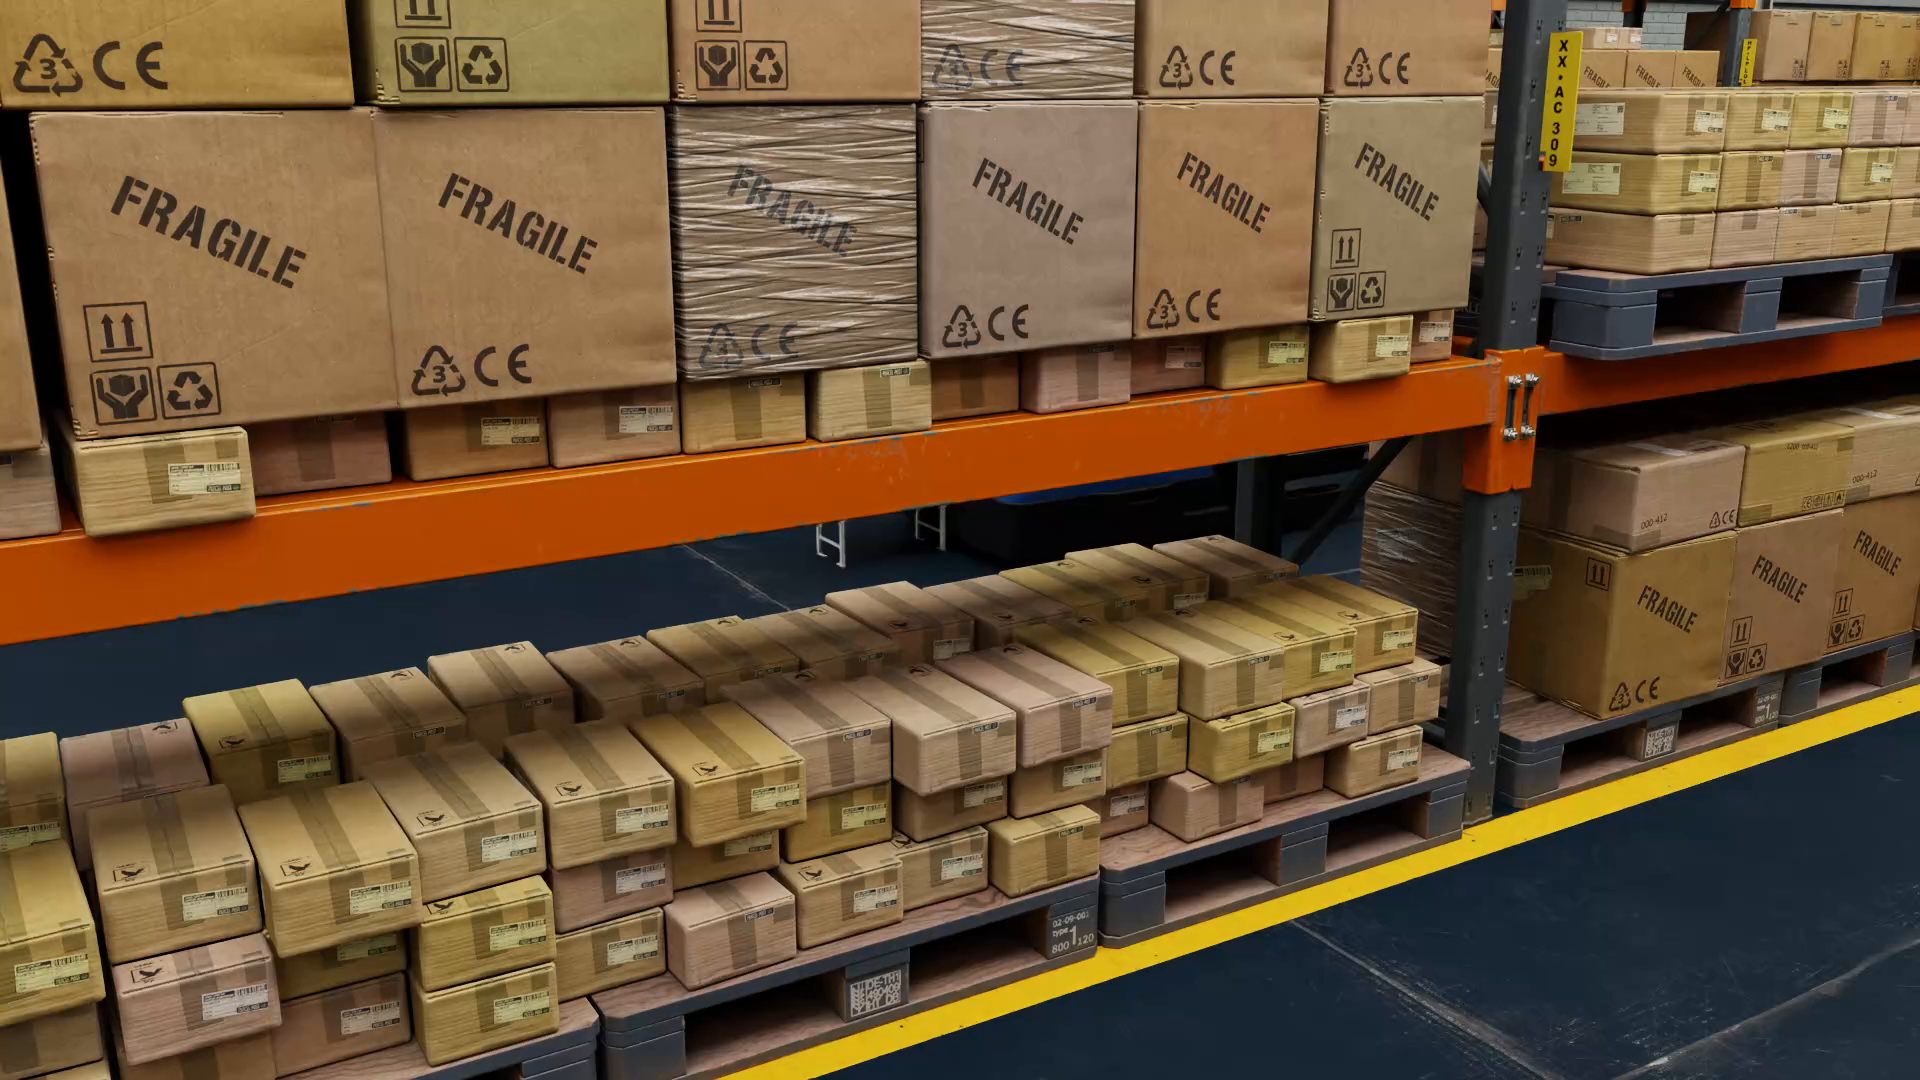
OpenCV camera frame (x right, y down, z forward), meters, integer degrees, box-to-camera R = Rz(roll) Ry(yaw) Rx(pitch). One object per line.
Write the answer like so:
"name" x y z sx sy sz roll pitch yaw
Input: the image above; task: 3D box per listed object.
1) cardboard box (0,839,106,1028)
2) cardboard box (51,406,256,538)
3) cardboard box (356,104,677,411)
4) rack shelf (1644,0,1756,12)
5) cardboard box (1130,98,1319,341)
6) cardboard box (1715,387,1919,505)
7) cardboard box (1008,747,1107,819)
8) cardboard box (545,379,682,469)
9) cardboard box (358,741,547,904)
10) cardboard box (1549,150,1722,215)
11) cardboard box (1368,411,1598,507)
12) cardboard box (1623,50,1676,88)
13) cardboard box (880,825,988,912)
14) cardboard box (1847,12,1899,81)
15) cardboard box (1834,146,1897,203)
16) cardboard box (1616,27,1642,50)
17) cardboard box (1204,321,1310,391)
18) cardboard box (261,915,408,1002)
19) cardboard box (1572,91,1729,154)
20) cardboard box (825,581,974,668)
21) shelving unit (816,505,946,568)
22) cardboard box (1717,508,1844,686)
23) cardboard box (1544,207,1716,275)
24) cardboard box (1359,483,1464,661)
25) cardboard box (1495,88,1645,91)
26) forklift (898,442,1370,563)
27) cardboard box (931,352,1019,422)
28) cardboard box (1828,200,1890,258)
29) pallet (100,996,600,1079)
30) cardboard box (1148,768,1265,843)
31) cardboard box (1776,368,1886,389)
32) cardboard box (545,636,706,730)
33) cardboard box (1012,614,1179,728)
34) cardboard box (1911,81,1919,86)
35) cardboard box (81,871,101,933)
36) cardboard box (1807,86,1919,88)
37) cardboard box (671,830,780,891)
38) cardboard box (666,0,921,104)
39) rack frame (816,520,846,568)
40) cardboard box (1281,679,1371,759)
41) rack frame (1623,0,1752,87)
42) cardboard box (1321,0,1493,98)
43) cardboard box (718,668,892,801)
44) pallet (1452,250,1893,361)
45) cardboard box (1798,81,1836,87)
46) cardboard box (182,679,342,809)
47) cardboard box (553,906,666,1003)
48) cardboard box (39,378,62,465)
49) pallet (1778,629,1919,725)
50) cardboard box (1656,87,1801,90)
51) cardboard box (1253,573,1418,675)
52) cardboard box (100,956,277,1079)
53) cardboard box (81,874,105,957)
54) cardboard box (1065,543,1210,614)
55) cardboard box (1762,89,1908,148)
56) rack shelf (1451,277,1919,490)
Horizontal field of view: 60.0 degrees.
"cardboard box" -1.635 0.675 2.845 0.250 0.149 0.380 -10 19 -32
"cardboard box" -1.357 -0.133 2.791 0.250 0.149 0.380 -10 18 -31
"cardboard box" -0.860 -0.550 3.078 0.500 0.500 0.500 -9 18 -29
"rack shelf" 7.106 -4.390 13.288 4.000 0.370 1.077 -9 18 -30
"cardboard box" 0.455 -0.757 3.818 0.500 0.500 0.500 -10 18 -31
"cardboard box" 2.834 -0.316 5.445 0.500 0.250 0.500 -8 18 -28
"cardboard box" 0.144 0.508 3.993 0.250 0.149 0.380 -9 18 -28
"cardboard box" -0.735 -0.260 3.246 0.250 0.149 0.380 -10 18 -31
"cardboard box" -1.009 0.550 3.292 0.250 0.149 0.380 -10 19 -32
"cardboard box" 1.744 -0.943 4.354 0.250 0.149 0.380 -9 18 -29
"cardboard box" 1.678 -0.292 5.359 0.500 0.250 0.500 -10 18 -31
"cardboard box" 4.689 -3.221 11.828 0.500 0.500 0.500 -9 18 -29
"cardboard box" -0.136 0.698 3.867 0.250 0.149 0.380 -9 18 -29
"cardboard box" 6.774 -3.827 12.917 0.500 0.500 0.700 -10 18 -31
"cardboard box" 2.409 -1.052 4.742 0.250 0.149 0.380 -10 19 -32
"cardboard box" 4.528 -3.505 11.638 0.250 0.149 0.380 -10 18 -31
"cardboard box" 0.621 -0.471 4.000 0.250 0.149 0.380 -8 18 -28
"cardboard box" -1.250 0.720 3.237 0.250 0.149 0.380 -9 18 -29
"cardboard box" 1.744 -1.087 4.314 0.250 0.149 0.380 -8 18 -27
"cardboard box" -0.162 0.243 4.389 0.250 0.149 0.380 -9 18 -29
"shelving unit" -0.340 -0.523 7.051 0.503 1.200 0.258 -9 18 -30
"cardboard box" 2.392 0.116 5.293 0.500 0.500 0.500 -8 18 -27
"cardboard box" 1.744 -0.800 4.394 0.250 0.149 0.380 -10 19 -32
"cardboard box" 1.675 0.070 5.457 0.500 0.500 0.500 -10 18 -31
"cardboard box" 1.866 -1.312 5.119 0.250 0.149 0.380 -10 18 -31
"forklift" 1.237 -1.577 7.606 3.031 2.935 1.130 -9 18 -30
"cardboard box" -0.076 -0.374 3.650 0.250 0.149 0.380 -10 18 -31
"cardboard box" 2.411 -0.909 4.781 0.250 0.149 0.380 -9 18 -29
"pallet" -1.479 1.013 3.406 1.213 0.211 1.003 -9 18 -30
"cardboard box" 0.550 0.602 4.210 0.250 0.149 0.380 -10 18 -32
"cardboard box" 3.017 -0.510 6.136 0.500 0.250 0.500 -9 18 -29
"cardboard box" -0.795 0.368 3.942 0.250 0.149 0.380 -10 18 -32
"cardboard box" 0.328 0.322 4.105 0.250 0.149 0.380 -9 18 -28
"cardboard box" 7.635 -3.485 13.548 0.500 0.500 0.500 -9 18 -30
"cardboard box" -1.702 0.649 3.488 0.250 0.149 0.380 -10 18 -31
"cardboard box" 3.203 -1.529 5.893 0.250 0.149 0.380 -8 18 -27
"cardboard box" -0.584 0.603 3.654 0.250 0.149 0.380 -8 18 -27
"cardboard box" -0.416 -1.099 3.183 0.500 0.500 0.500 -10 18 -31
"rack frame" -0.550 -0.489 6.930 0.015 1.200 0.240 -9 18 -30
"cardboard box" 0.838 0.415 4.326 0.250 0.149 0.380 -10 19 -32
"rack frame" 5.391 -3.014 12.604 0.127 3.000 1.000 -9 18 -30
"cardboard box" 0.906 -1.315 3.957 0.500 0.500 0.500 -10 18 -32
"cardboard box" -0.351 0.431 3.718 0.250 0.149 0.380 -9 18 -30
"pallet" 1.900 -0.751 4.886 1.213 0.211 1.003 -9 18 -30
"cardboard box" 6.330 -3.277 12.807 0.500 0.500 0.500 -9 18 -30
"cardboard box" -1.534 0.450 3.648 0.250 0.149 0.380 -10 18 -31
"cardboard box" -0.808 0.798 3.509 0.250 0.149 0.380 -9 18 -30
"cardboard box" -1.685 -0.269 3.276 0.250 0.149 0.380 -9 18 -30
"pallet" 2.883 0.293 5.974 1.213 0.211 1.003 -9 18 -30
"cardboard box" 2.531 -1.420 5.504 0.250 0.149 0.380 -10 19 -32
"cardboard box" 0.999 0.223 4.458 0.250 0.149 0.380 -9 18 -28
"cardboard box" -1.463 0.902 3.139 0.250 0.149 0.380 -9 18 -30
"cardboard box" -1.747 0.775 3.590 0.250 0.149 0.380 -9 18 -28
"cardboard box" 0.501 0.138 4.762 0.250 0.149 0.380 -8 18 -27
"cardboard box" 2.417 -1.196 4.704 0.250 0.149 0.380 -9 18 -30
"rack shelf" 2.884 -0.702 5.690 4.000 0.370 1.077 -9 18 -30
